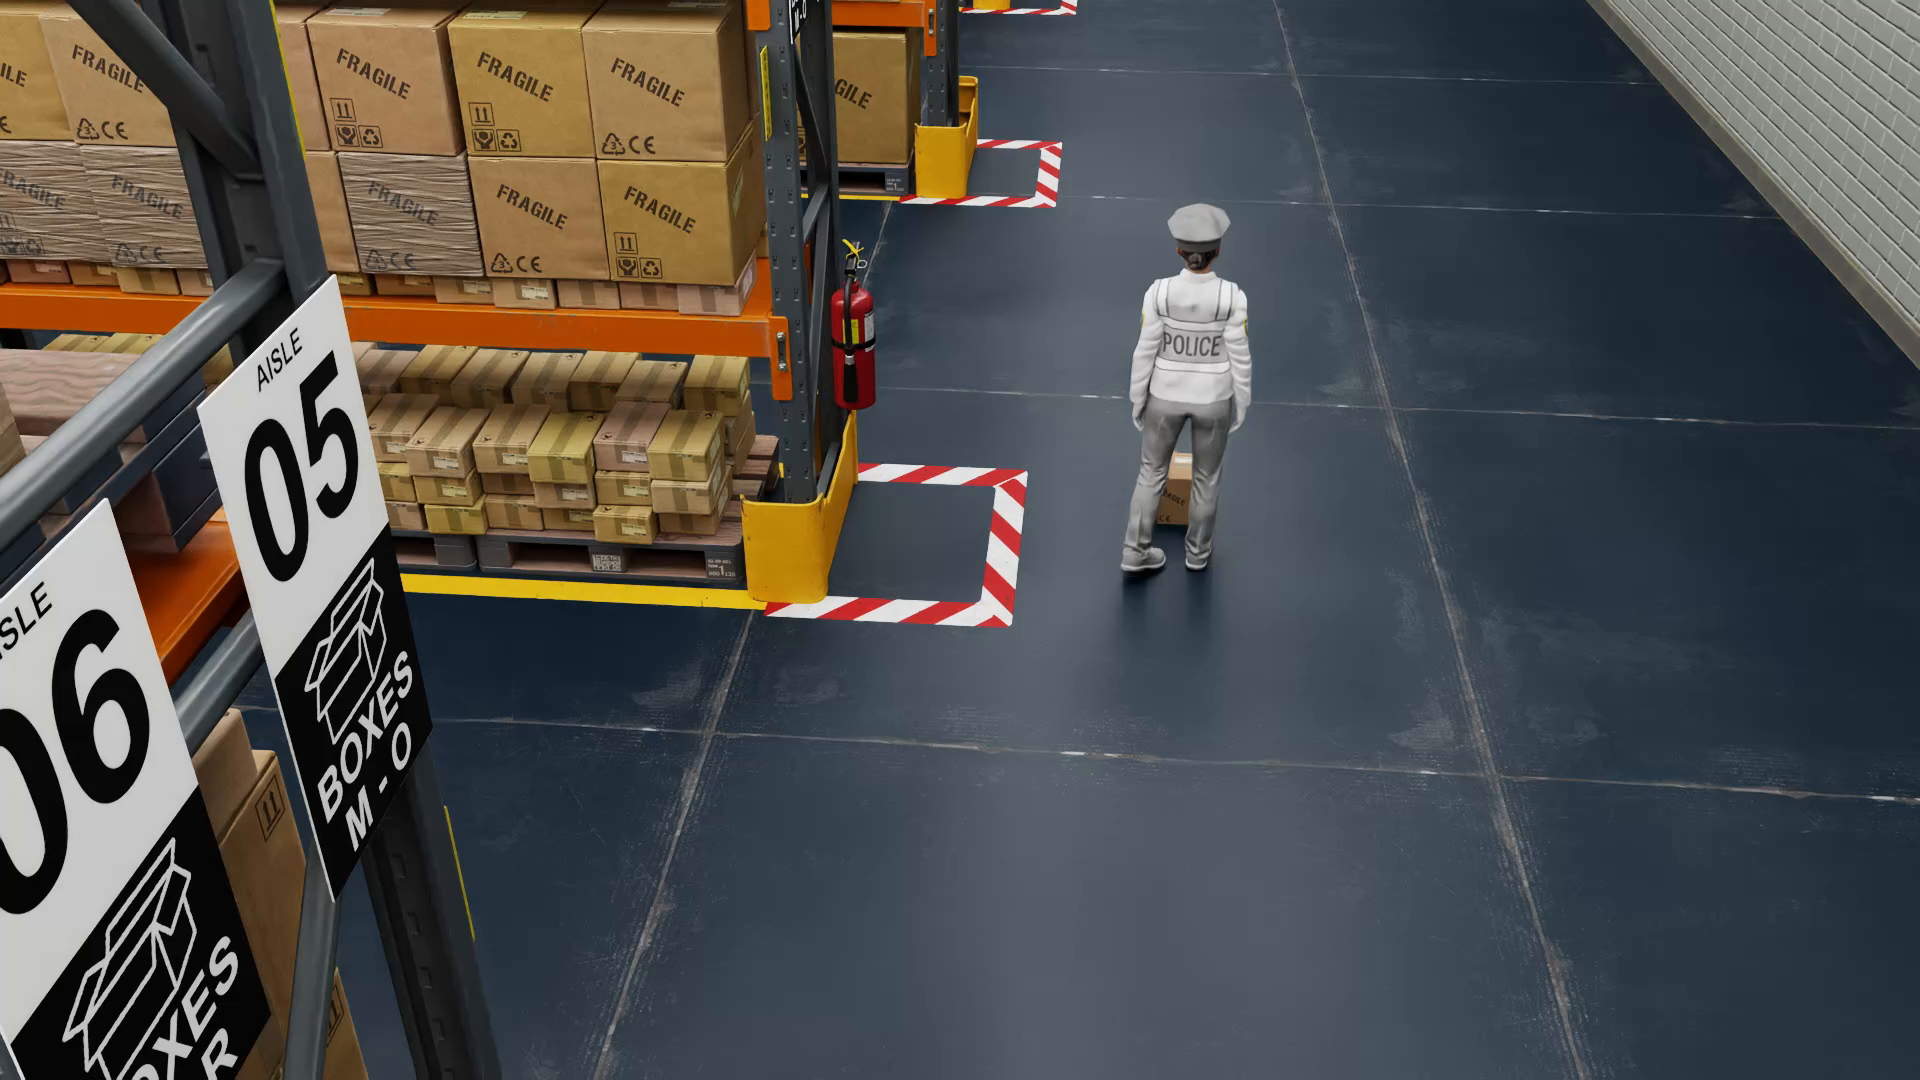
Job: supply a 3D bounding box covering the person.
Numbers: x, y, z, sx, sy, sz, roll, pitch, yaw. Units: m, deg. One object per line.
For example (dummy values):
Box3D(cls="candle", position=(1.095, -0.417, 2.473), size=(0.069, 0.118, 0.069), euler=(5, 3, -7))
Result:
Box3D(cls="person", position=(0.981, -0.605, 7.070), size=(0.507, 1.675, 0.453), euler=(7, 33, 10))
